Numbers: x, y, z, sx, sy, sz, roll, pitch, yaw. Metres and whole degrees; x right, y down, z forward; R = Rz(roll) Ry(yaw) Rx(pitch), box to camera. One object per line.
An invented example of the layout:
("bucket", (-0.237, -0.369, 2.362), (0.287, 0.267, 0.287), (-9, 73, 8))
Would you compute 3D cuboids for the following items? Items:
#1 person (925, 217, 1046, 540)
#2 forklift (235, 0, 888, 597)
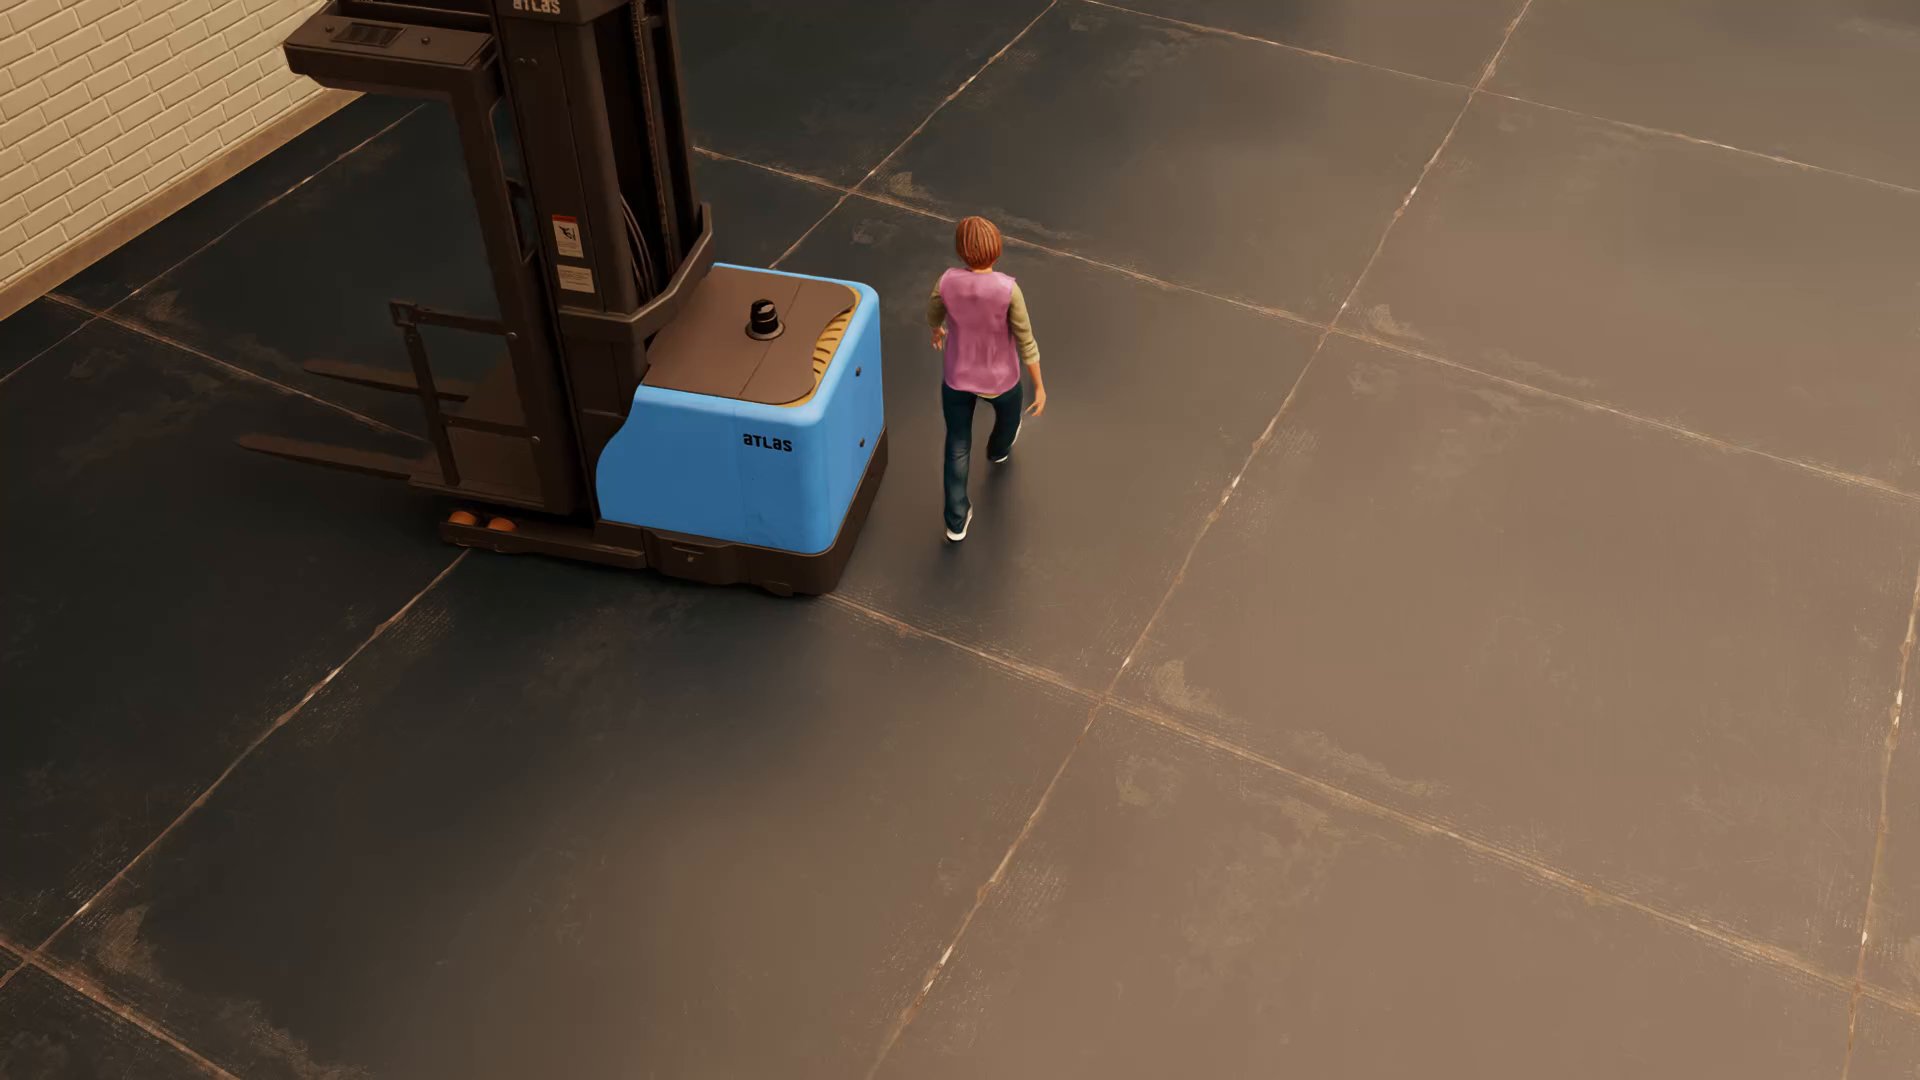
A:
("person", (0.126, -0.801, 7.514), (0.583, 1.556, 0.828), (8, 44, 8))
("forklift", (-1.923, -1.348, 7.085), (3.031, 2.935, 1.130), (9, 44, 10))
